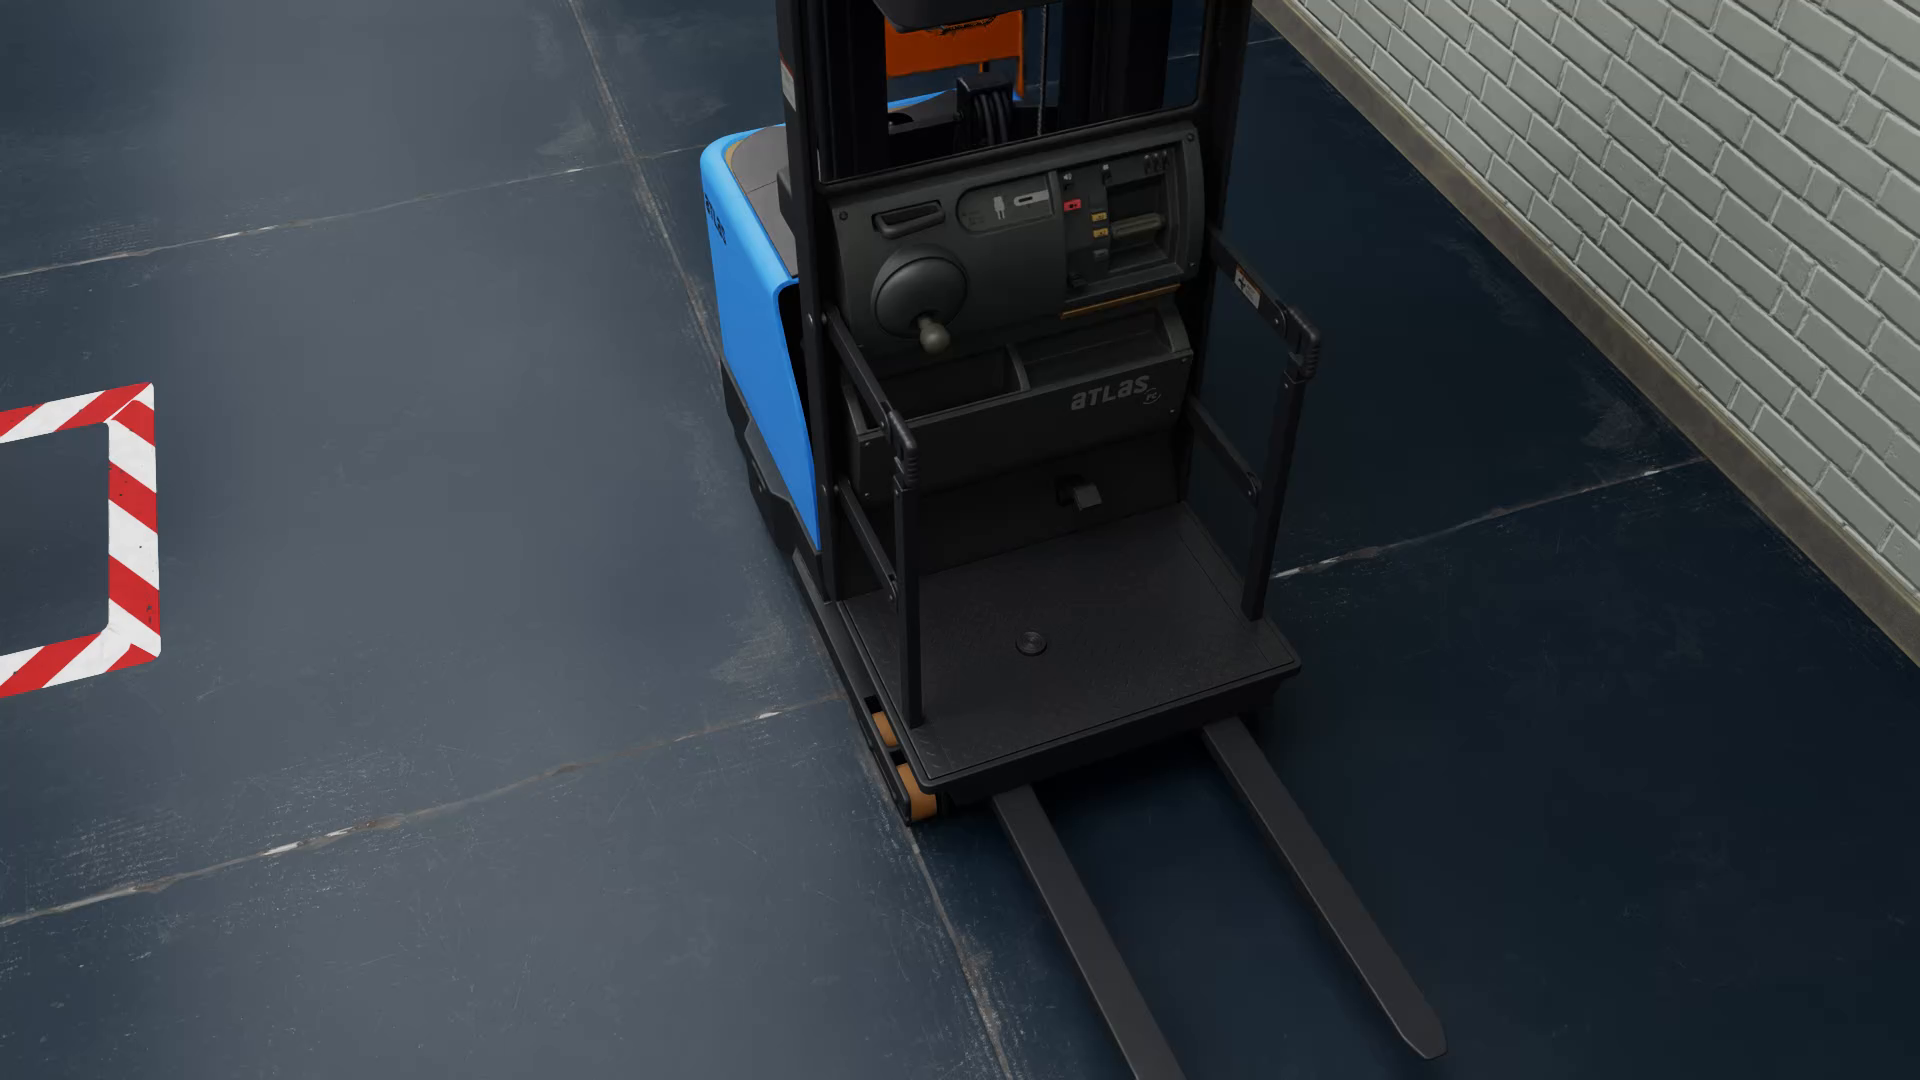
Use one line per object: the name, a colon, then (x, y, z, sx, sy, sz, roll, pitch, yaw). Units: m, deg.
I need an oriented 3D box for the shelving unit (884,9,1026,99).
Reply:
shelving unit: (-0.093, -1.628, 5.374, 0.503, 2.100, 0.431, -13, 44, -13)

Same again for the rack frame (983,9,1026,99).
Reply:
rack frame: (0.139, -1.682, 5.429, 0.015, 2.100, 0.400, -13, 44, -13)

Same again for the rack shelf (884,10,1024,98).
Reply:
rack shelf: (-0.092, -1.618, 5.383, 0.480, 0.518, 0.431, -13, 44, -13)

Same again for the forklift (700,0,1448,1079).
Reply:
forklift: (0.235, -0.621, 3.800, 1.130, 2.935, 3.031, -16, 47, -15)
